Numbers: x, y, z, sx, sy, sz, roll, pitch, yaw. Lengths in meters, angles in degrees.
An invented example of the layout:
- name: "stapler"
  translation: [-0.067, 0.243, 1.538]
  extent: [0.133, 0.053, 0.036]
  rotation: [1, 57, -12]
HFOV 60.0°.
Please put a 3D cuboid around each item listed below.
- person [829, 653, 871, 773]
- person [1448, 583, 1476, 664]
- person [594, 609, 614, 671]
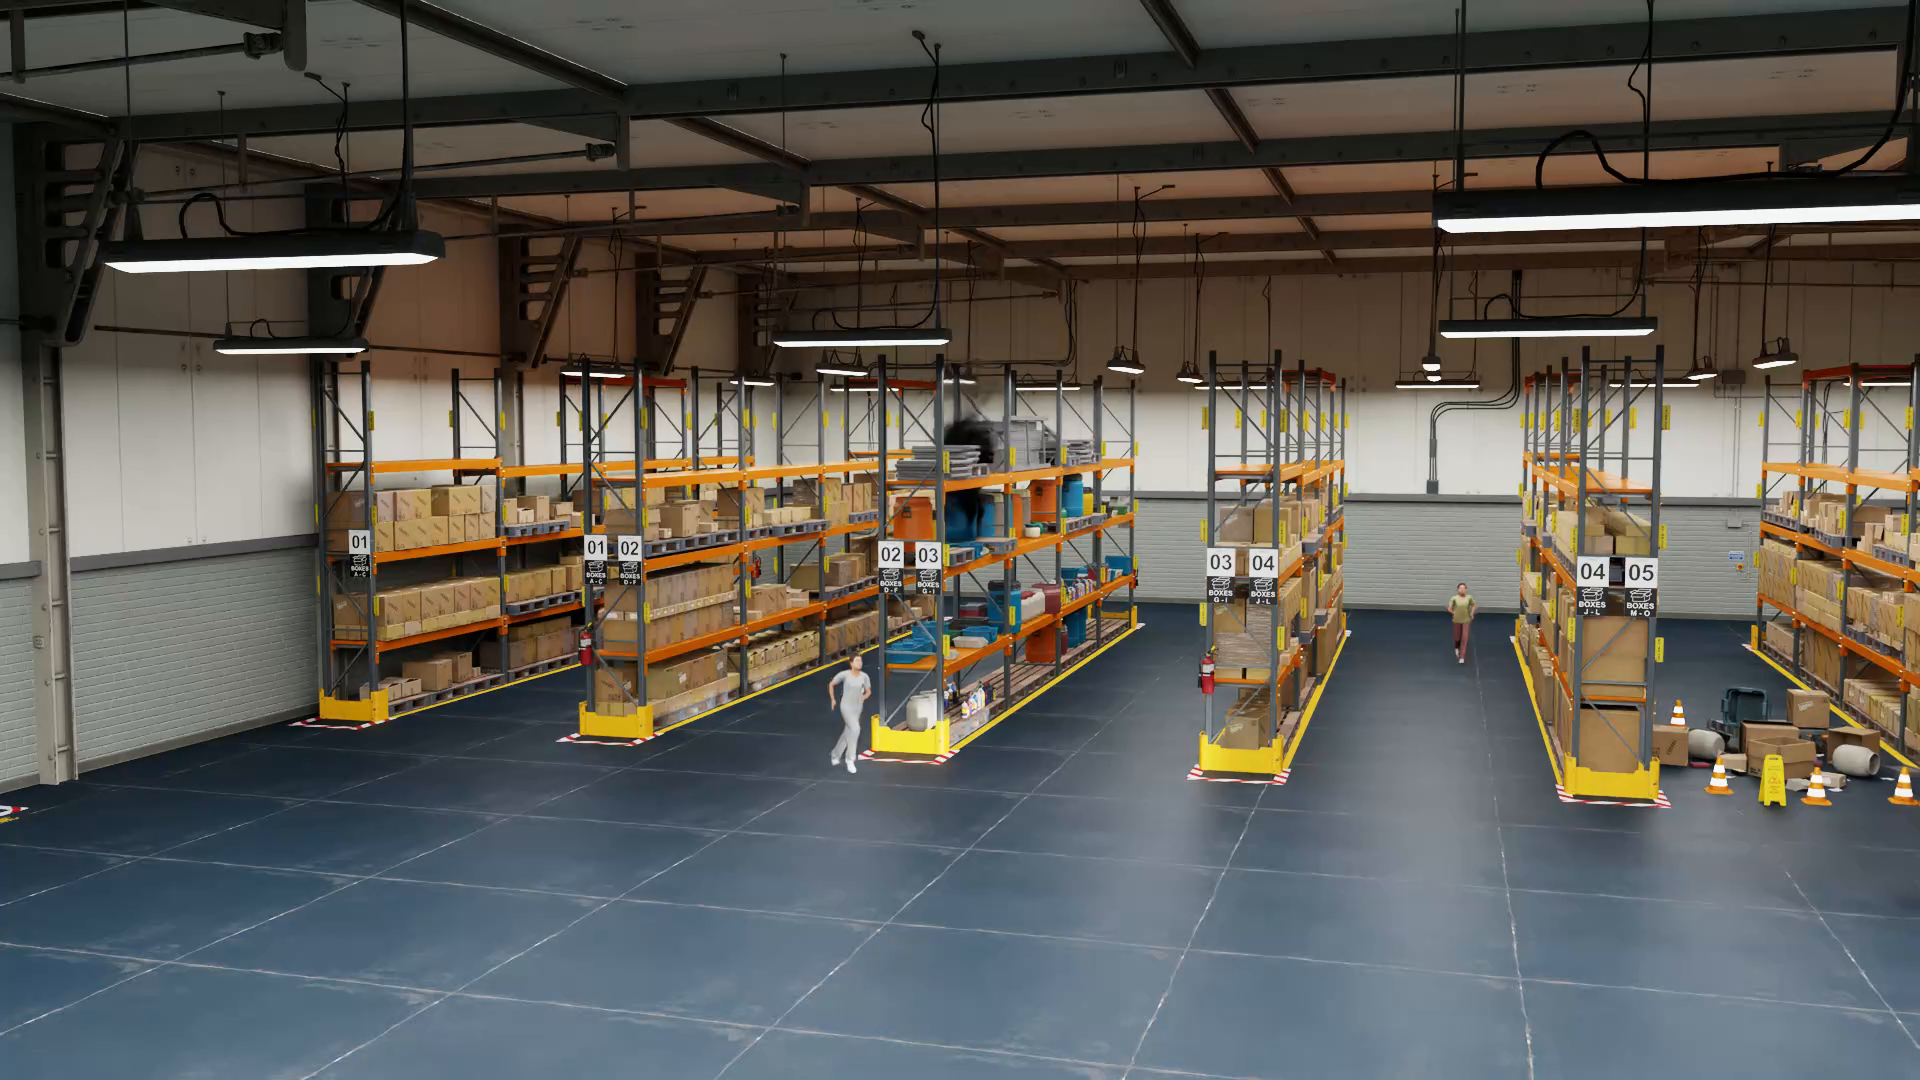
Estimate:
- name: "person"
  translation: [-1.542, 2.458, 23.948]
  extent: [0.567, 1.653, 0.726]
  rotation: [-3, 5, -35]
- name: "person"
  translation: [10.391, 1.706, 34.424]
  extent: [0.580, 1.644, 0.924]
  rotation: [1, 4, 12]
- name: "person"
  translation: [-6.260, 2.065, 29.135]
  extent: [0.709, 1.737, 0.640]
  rotation: [1, 4, 12]
